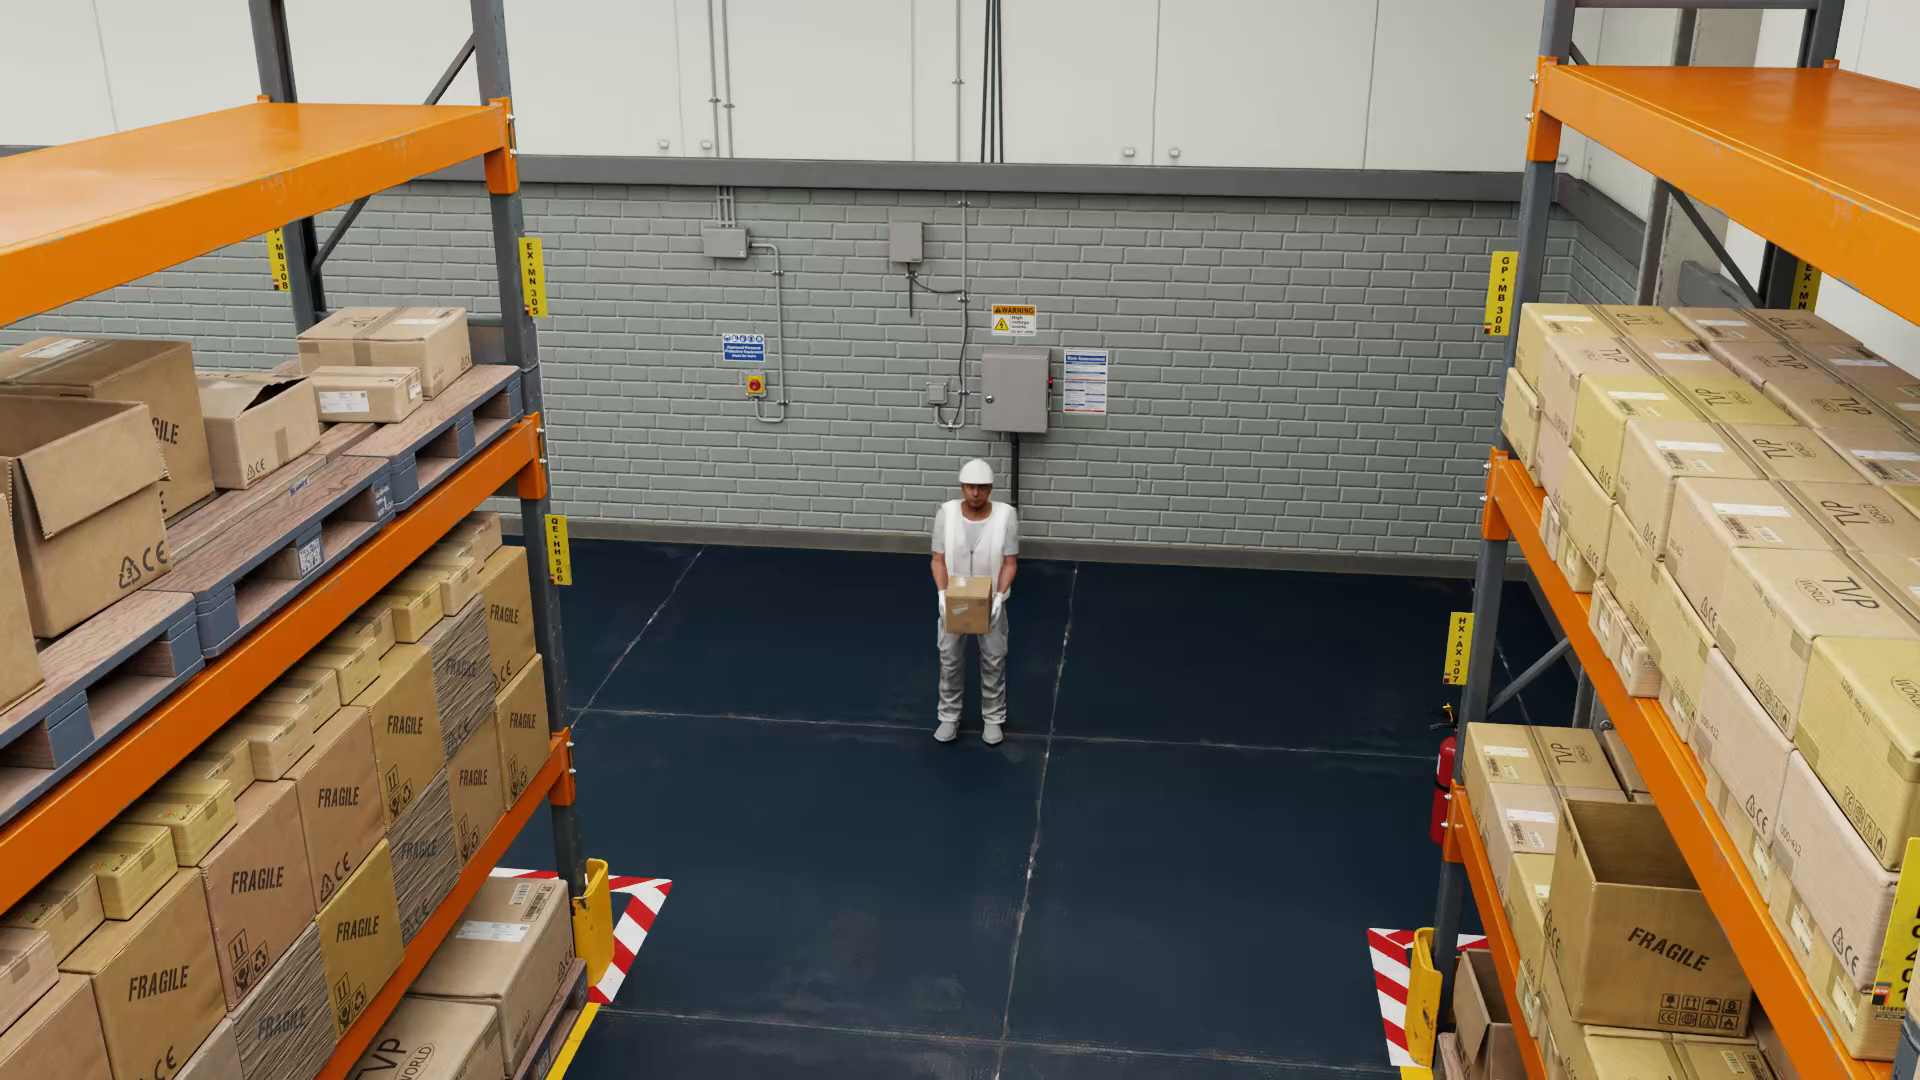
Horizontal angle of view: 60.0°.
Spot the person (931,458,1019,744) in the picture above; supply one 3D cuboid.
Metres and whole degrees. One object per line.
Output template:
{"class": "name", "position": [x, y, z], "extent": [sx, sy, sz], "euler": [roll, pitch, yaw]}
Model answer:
{"class": "person", "position": [0.081, 0.395, 10.016], "extent": [0.532, 1.789, 0.541], "euler": [2, 21, 6]}
